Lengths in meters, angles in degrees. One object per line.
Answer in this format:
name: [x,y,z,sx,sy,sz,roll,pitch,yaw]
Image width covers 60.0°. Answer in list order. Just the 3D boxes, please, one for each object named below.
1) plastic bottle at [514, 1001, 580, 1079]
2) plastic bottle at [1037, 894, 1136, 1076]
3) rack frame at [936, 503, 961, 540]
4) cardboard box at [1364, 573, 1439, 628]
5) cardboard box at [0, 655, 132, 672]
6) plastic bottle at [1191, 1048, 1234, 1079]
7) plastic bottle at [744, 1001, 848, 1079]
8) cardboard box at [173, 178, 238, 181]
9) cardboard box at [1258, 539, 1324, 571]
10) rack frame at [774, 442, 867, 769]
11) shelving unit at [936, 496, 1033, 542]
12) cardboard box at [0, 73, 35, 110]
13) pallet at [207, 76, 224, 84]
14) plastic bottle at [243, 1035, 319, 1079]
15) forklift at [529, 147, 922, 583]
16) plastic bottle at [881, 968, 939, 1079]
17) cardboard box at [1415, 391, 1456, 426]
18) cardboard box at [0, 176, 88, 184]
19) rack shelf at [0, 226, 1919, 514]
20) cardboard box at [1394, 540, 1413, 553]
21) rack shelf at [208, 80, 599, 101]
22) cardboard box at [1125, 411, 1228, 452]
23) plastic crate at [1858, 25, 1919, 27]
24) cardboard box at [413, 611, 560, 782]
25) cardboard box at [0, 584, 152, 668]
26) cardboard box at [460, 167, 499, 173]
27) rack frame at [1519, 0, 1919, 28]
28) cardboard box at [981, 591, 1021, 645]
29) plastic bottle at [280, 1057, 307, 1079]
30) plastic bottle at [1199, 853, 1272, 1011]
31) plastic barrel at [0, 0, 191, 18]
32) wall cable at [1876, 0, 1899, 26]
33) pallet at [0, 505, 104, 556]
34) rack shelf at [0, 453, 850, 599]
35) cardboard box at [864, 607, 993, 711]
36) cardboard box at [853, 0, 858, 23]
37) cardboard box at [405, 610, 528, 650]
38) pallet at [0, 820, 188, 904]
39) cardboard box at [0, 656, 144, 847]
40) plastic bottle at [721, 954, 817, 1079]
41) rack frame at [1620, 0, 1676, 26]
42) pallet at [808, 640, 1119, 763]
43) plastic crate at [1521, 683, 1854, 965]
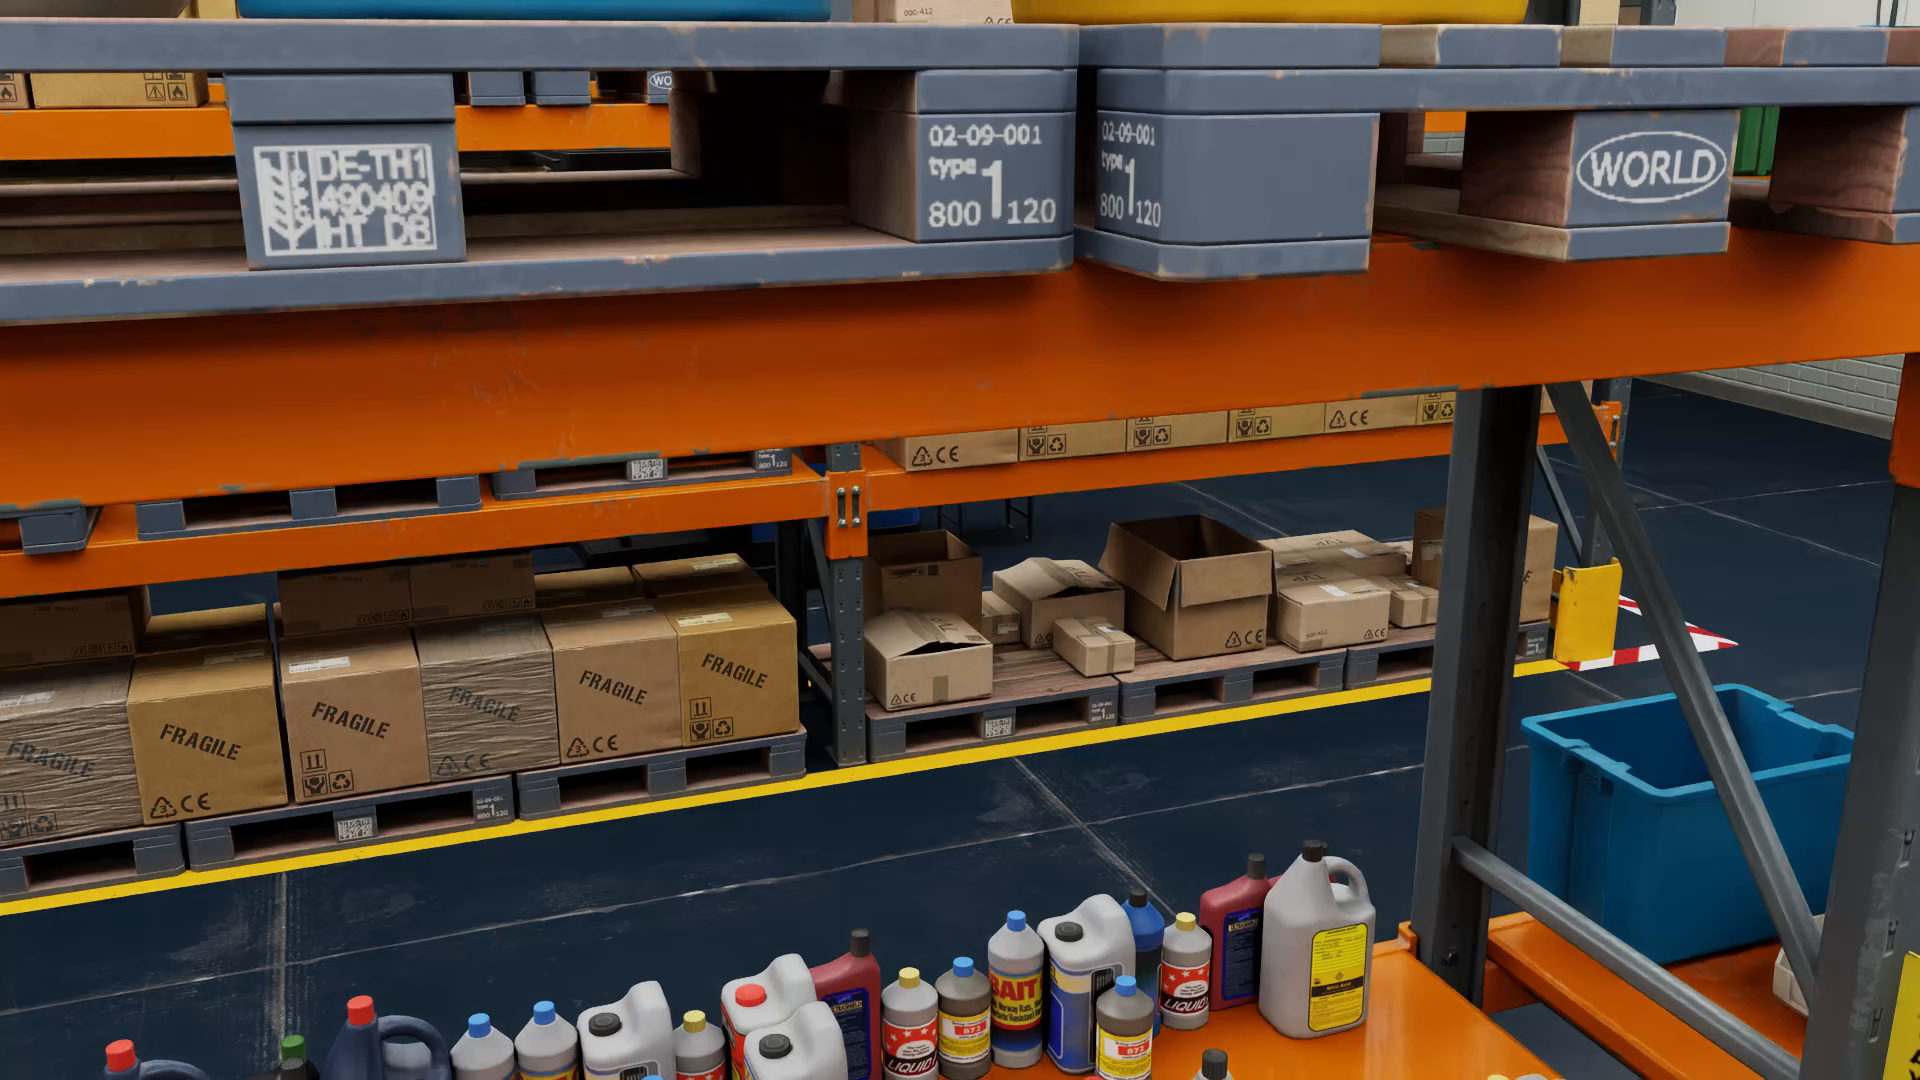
plastic bottle: [-0.643,0.850,2.607,0.097,0.271,0.097,0,16,0]
plastic bottle: [0.215,0.764,2.894,0.135,0.276,0.152,-6,17,-20]
rack frame: [-0.073,-1.000,10.275,0.015,2.100,0.400,-6,17,-20]
cardboard box: [2.261,0.299,8.503,0.250,0.166,0.380,-6,17,-20]
cardboard box: [-3.590,0.653,6.707,0.500,0.500,0.500,-5,17,-18]
plastic bottle: [0.332,0.885,2.347,0.185,0.351,0.144,-6,17,-20]
plastic bottle: [-0.254,0.860,2.565,0.135,0.276,0.152,-6,17,-20]
cardboard box: [-4.672,-2.126,10.443,0.500,0.250,0.500,-6,17,-20]
cardboard box: [1.548,0.203,8.681,0.500,0.250,0.500,-6,17,-20]
rack frame: [-0.644,-0.583,7.259,0.127,3.000,1.000,-6,17,-20]
shelving unit: [0.155,-1.024,10.359,0.503,2.100,0.431,-6,17,-20]
cardboard box: [-3.508,-1.771,5.804,0.500,0.500,0.910,-6,17,-20]
pallet: [-4.530,-3.023,10.581,1.213,0.211,1.003,-5,17,-18]
plastic bottle: [-1.021,0.880,2.485,0.133,0.283,0.061,-6,17,-20]
forklift: [-1.793,-1.180,9.415,3.031,2.935,1.130,-7,18,-22]
plastic bottle: [-0.085,0.824,2.822,0.097,0.201,0.097,0,16,0]
cardboard box: [2.287,-0.864,8.039,0.500,0.500,0.500,-6,17,-20]
cardboard box: [-5.825,-2.156,10.546,0.500,0.250,0.500,-6,17,-19]
rack shelf: [-0.743,-0.171,1.811,4.000,0.370,1.077,-6,17,-20]
cardboard box: [2.577,0.123,9.136,0.250,0.149,0.380,-6,17,-20]
rack shelf: [-4.288,-2.778,10.688,4.000,0.370,1.077,-6,17,-20]
cardboard box: [0.874,-0.713,7.524,0.500,0.500,0.500,-6,17,-20]
plastic crate: [1.861,-0.814,3.019,0.300,0.233,0.416,-6,17,-20]
cardboard box: [-1.935,0.629,6.789,0.500,0.500,0.500,-6,17,-19]
cardboard box: [-3.539,0.286,6.624,0.500,0.250,0.500,-5,17,-18]
cardboard box: [-3.429,-2.413,11.421,0.500,0.250,0.500,-6,17,-19]
rack frame: [1.125,-2.157,1.974,0.127,3.000,1.000,-6,17,-20]
cardboard box: [0.115,0.388,8.231,0.250,0.149,0.380,-6,17,-20]
plastic bottle: [-0.999,0.896,2.431,0.133,0.283,0.061,-6,17,-20]
plastic bottle: [0.505,0.715,3.046,0.133,0.283,0.061,-6,17,-20]
plastic barrel: [-1.009,-0.800,1.689,0.433,0.535,0.433,0,16,0]
wall cable: [6.724,-4.154,14.283,0.112,2.526,3.097,-6,17,-20]
pallet: [-3.771,-0.174,6.208,1.003,0.211,1.213,-6,17,-20]
rack shelf: [-2.512,-0.036,6.673,4.000,0.370,1.077,-6,17,-20]
cardboard box: [-0.175,0.511,7.526,0.500,0.311,0.500,-6,17,-20]
cardboard box: [-0.287,-2.310,7.197,0.500,0.250,0.500,-6,17,-20]
cardboard box: [-2.146,0.495,7.243,0.500,0.500,0.500,-6,17,-19]
pallet: [-3.669,1.093,6.501,1.213,0.211,1.003,-6,17,-20]
cardboard box: [-3.365,0.784,6.261,0.500,0.500,0.500,-7,18,-22]
plastic bottle: [-0.308,0.820,2.701,0.135,0.276,0.152,-6,17,-20]
rack frame: [3.091,-3.864,7.787,0.127,3.000,1.000,-6,17,-20]
pallet: [-0.002,0.686,7.886,1.213,0.211,1.003,-6,17,-20]
plastic crate: [1.439,0.563,3.279,0.575,0.384,0.392,-6,17,-20]
